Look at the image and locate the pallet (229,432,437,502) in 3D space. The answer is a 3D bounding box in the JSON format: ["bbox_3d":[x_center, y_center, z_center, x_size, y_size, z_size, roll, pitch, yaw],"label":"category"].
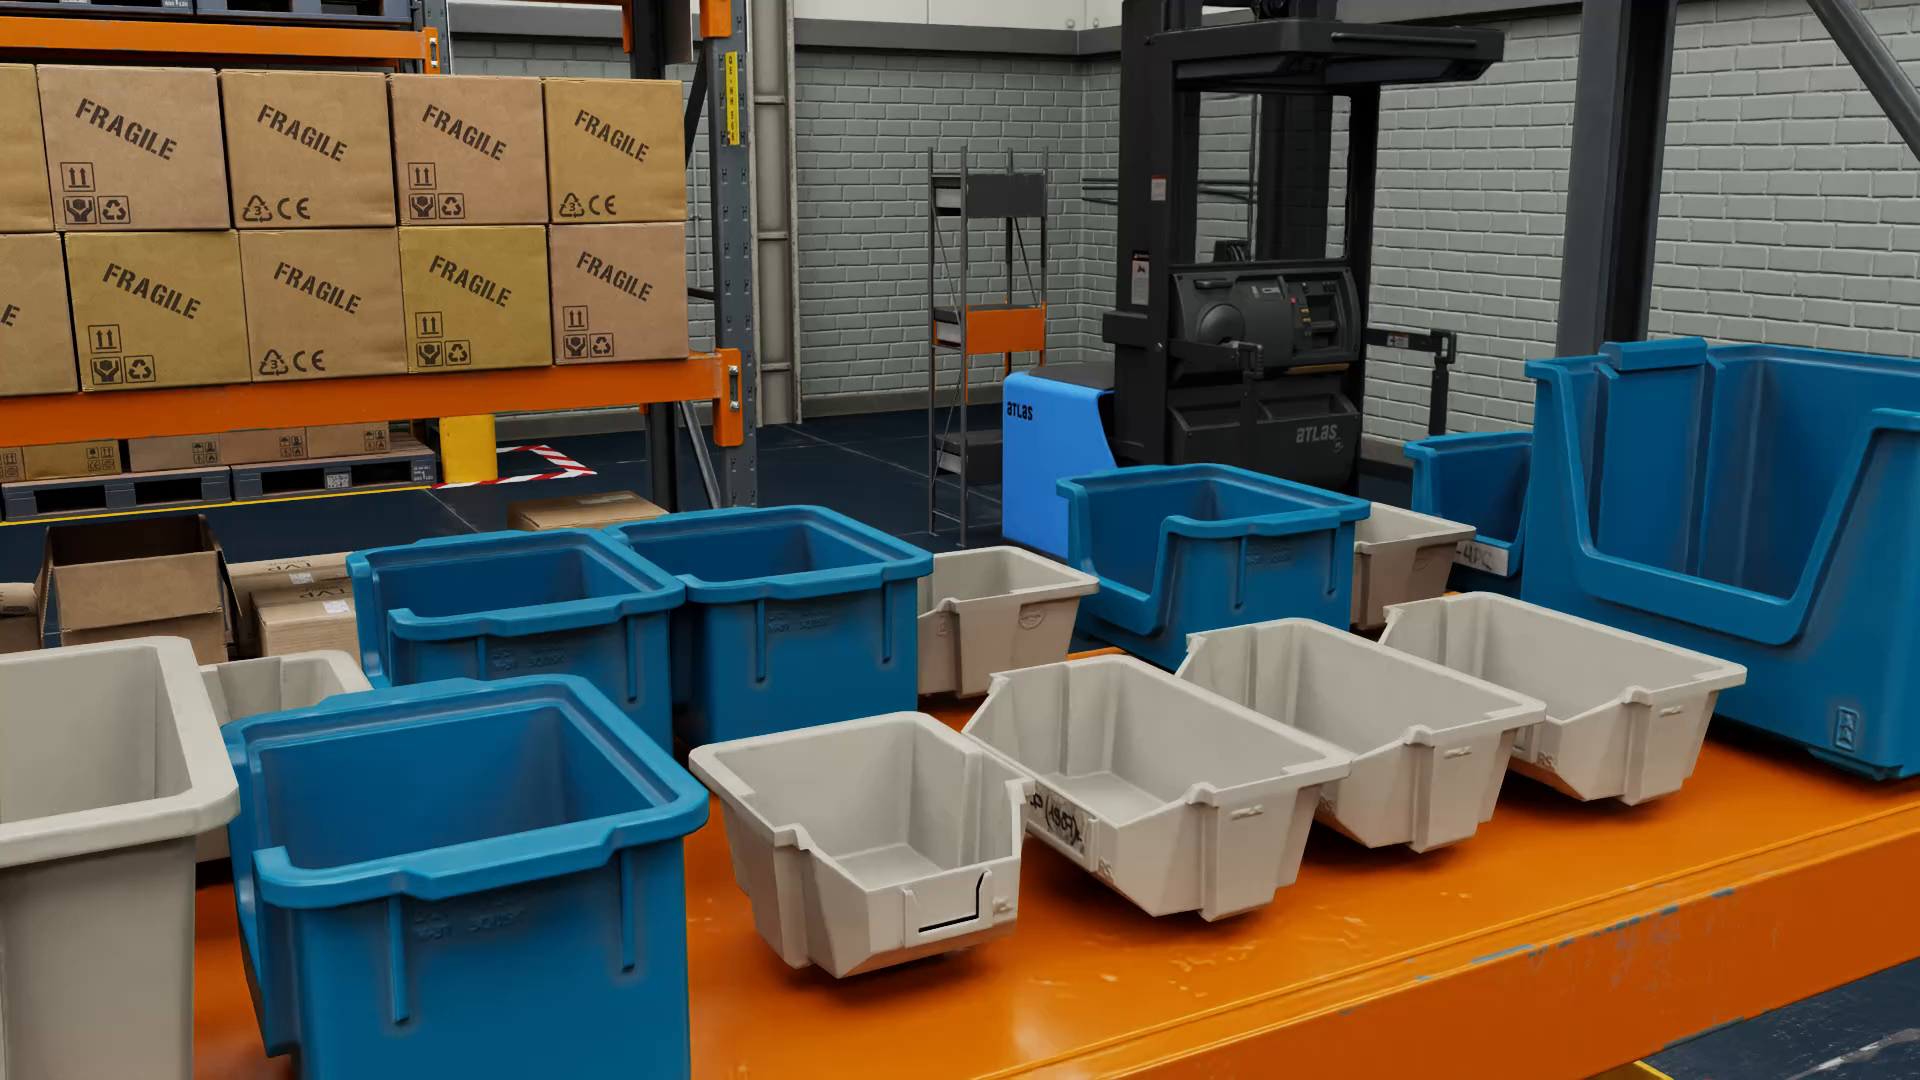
[{"bbox_3d":[-4.117,-0.488,10.797,1.213,0.211,1.003,-7,14,-28],"label":"pallet"}]

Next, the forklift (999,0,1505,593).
[{"bbox_3d":[1.364,-0.932,6.574,1.130,2.935,3.031,-7,15,-30],"label":"forklift"}]

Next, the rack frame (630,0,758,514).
[{"bbox_3d":[-1.076,-0.993,6.691,0.127,3.000,1.000,-7,14,-28],"label":"rack frame"}]

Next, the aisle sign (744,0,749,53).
[{"bbox_3d":[-0.869,-2.210,6.175,0.004,0.787,0.394,-7,14,-28],"label":"aisle sign"}]

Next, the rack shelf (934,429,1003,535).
[{"bbox_3d":[0.145,-0.346,9.113,0.480,0.518,0.431,-7,14,-28],"label":"rack shelf"}]

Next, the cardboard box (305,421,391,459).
[{"bbox_3d":[-4.019,-0.840,10.747,0.500,0.500,0.700,-7,14,-28],"label":"cardboard box"}]

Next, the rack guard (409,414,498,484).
[{"bbox_3d":[-3.432,-0.731,11.217,0.348,0.500,1.175,-7,14,-28],"label":"rack guard"}]

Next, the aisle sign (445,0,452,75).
[{"bbox_3d":[-3.246,-3.166,10.423,0.004,0.787,0.394,-7,14,-28],"label":"aisle sign"}]

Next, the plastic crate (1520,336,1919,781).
[{"bbox_3d":[1.090,-0.014,2.121,0.499,0.435,0.616,-7,14,-28],"label":"plastic crate"}]

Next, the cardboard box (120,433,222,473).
[{"bbox_3d":[-4.900,-0.734,10.277,0.500,0.500,0.700,-7,15,-30],"label":"cardboard box"}]

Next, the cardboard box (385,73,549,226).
[{"bbox_3d":[-1.778,-1.377,5.890,0.500,0.500,0.500,-6,14,-26],"label":"cardboard box"}]

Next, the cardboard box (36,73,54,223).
[{"bbox_3d":[-3.376,-1.320,5.636,0.500,0.500,0.500,-7,14,-27],"label":"cardboard box"}]

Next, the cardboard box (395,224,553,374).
[{"bbox_3d":[-1.792,-0.887,5.992,0.500,0.500,0.500,-7,14,-27],"label":"cardboard box"}]

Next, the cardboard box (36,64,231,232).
[{"bbox_3d":[-2.682,-1.267,5.403,0.500,0.500,0.500,-6,14,-26],"label":"cardboard box"}]

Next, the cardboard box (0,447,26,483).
[{"bbox_3d":[-5.816,-0.623,9.783,0.500,0.500,0.700,-7,14,-28],"label":"cardboard box"}]

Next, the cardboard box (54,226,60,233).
[{"bbox_3d":[-3.370,-0.832,5.748,0.500,0.500,0.500,-6,14,-27],"label":"cardboard box"}]

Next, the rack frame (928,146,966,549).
[{"bbox_3d":[-0.069,-1.016,8.842,0.015,2.100,0.400,-7,14,-28],"label":"rack frame"}]

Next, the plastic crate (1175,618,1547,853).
[{"bbox_3d":[0.404,0.209,1.811,0.243,0.136,0.396,-7,14,-28],"label":"plastic crate"}]

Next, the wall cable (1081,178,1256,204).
[{"bbox_3d":[1.683,-3.886,12.951,0.112,2.526,3.097,-7,14,-28],"label":"wall cable"}]

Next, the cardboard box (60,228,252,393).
[{"bbox_3d":[-2.675,-0.783,5.528,0.500,0.500,0.500,-7,14,-29],"label":"cardboard box"}]

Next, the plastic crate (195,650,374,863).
[{"bbox_3d":[-0.832,0.241,1.672,0.466,0.136,0.293,-7,14,-28],"label":"plastic crate"}]

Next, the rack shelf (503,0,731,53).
[{"bbox_3d":[-2.832,-1.895,5.506,4.000,0.370,1.077,-7,14,-28],"label":"rack shelf"}]

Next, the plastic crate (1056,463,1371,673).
[{"bbox_3d":[0.342,0.046,2.318,0.300,0.233,0.416,-7,14,-28],"label":"plastic crate"}]

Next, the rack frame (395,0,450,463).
[{"bbox_3d":[-3.453,-1.948,10.931,0.127,3.000,1.000,-7,14,-28],"label":"rack frame"}]

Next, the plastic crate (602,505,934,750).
[{"bbox_3d":[-0.236,0.115,2.010,0.300,0.233,0.416,-7,14,-28],"label":"plastic crate"}]

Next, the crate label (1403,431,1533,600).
[{"bbox_3d":[0.920,-0.023,2.626,0.303,0.233,0.416,-7,14,-28],"label":"crate label"}]

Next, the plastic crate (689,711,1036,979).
[{"bbox_3d":[-0.080,0.278,1.505,0.250,0.136,0.298,-7,14,-28],"label":"plastic crate"}]

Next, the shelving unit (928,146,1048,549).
[{"bbox_3d":[0.145,-1.042,8.956,0.503,2.100,0.431,-7,14,-28],"label":"shelving unit"}]

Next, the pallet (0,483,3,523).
[{"bbox_3d":[-6.259,-0.231,9.656,1.213,0.211,1.003,-7,14,-28],"label":"pallet"}]

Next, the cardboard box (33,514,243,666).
[{"bbox_3d":[-2.940,0.232,5.930,0.637,0.503,0.797,-7,14,-28],"label":"cardboard box"}]

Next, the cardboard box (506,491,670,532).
[{"bbox_3d":[-1.435,0.116,6.452,0.500,0.500,0.500,-7,14,-28],"label":"cardboard box"}]

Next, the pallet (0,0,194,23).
[{"bbox_3d":[-5.171,-3.158,9.682,1.213,0.211,1.003,-7,14,-28],"label":"pallet"}]

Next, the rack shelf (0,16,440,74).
[{"bbox_3d":[-5.208,-2.850,9.746,4.000,0.370,1.077,-7,14,-28],"label":"rack shelf"}]
